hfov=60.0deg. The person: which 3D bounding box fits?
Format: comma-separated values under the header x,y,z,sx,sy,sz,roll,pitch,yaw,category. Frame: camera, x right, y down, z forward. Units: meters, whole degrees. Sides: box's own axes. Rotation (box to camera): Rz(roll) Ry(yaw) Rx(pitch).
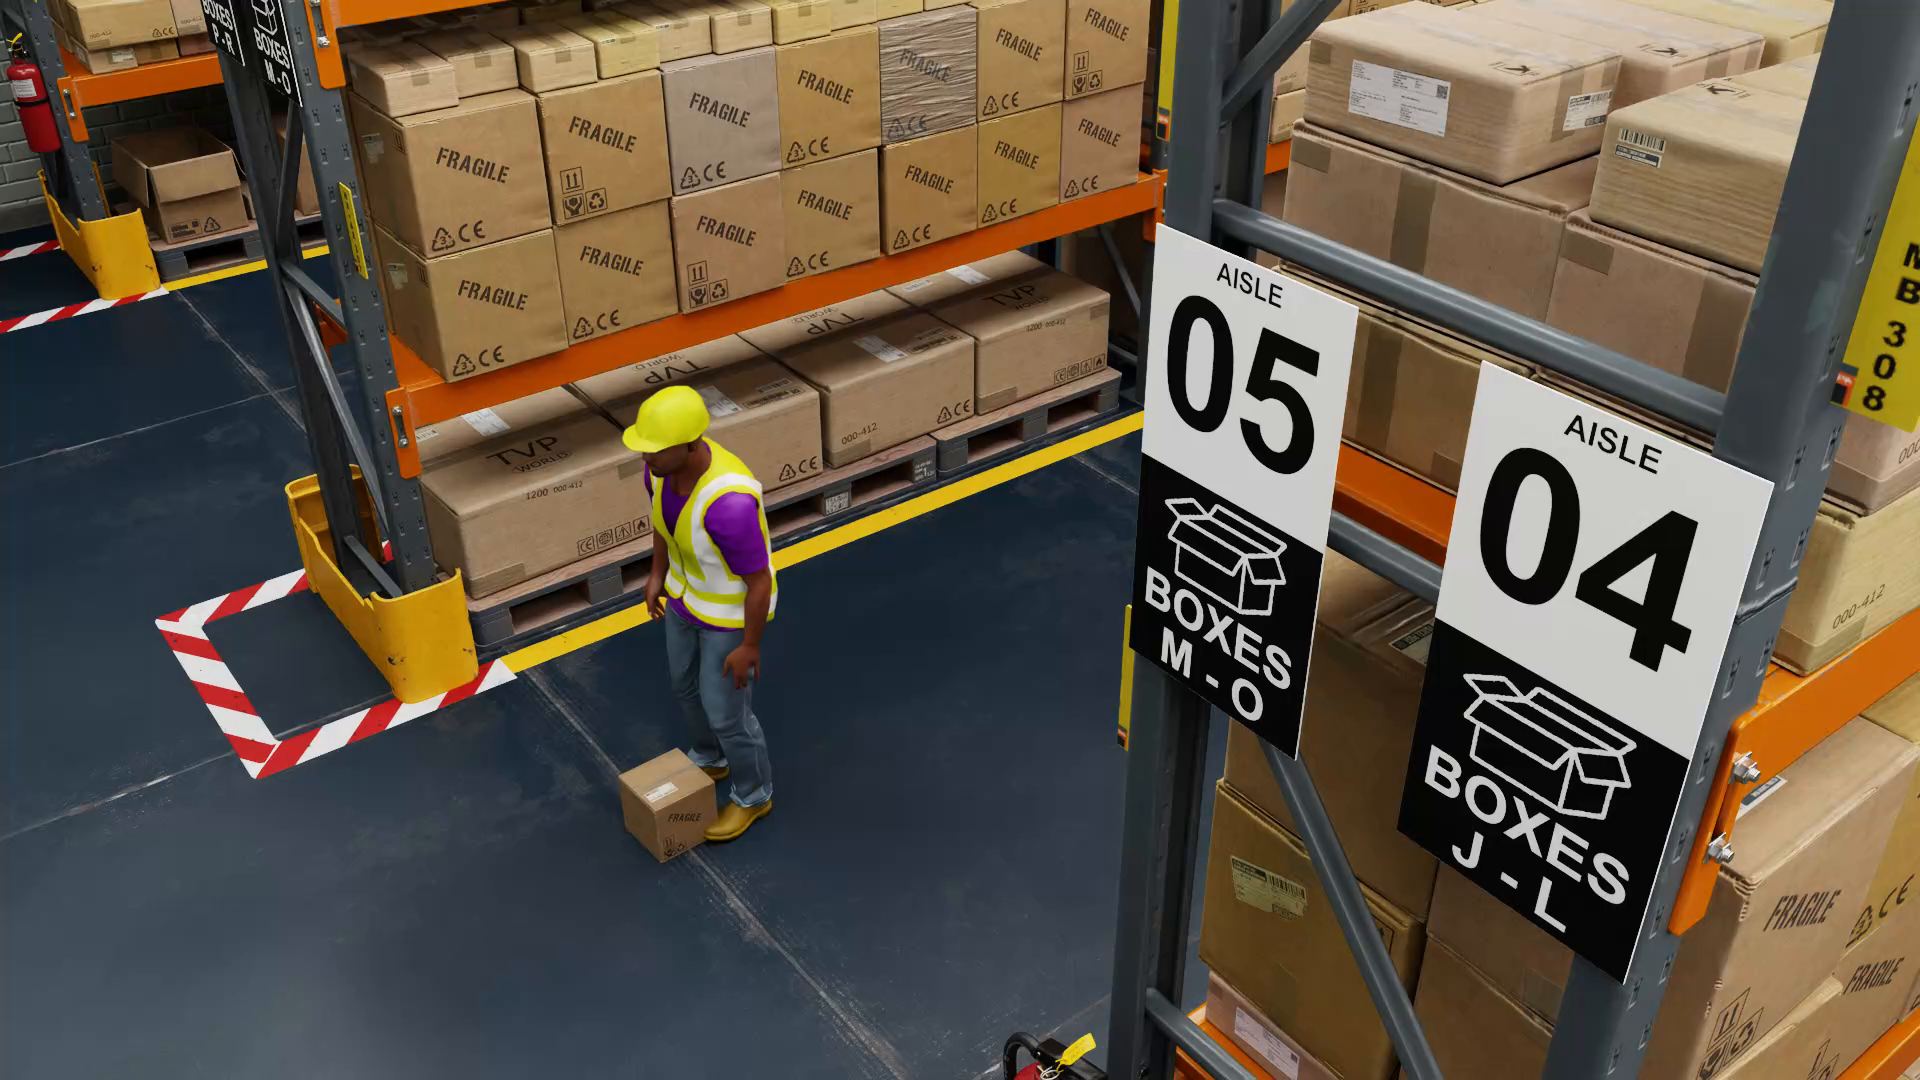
x,y,z,sx,sy,sz,roll,pitch,yaw,category
-0.879,0.243,5.731,0.460,1.761,0.637,-24,39,-33,person
